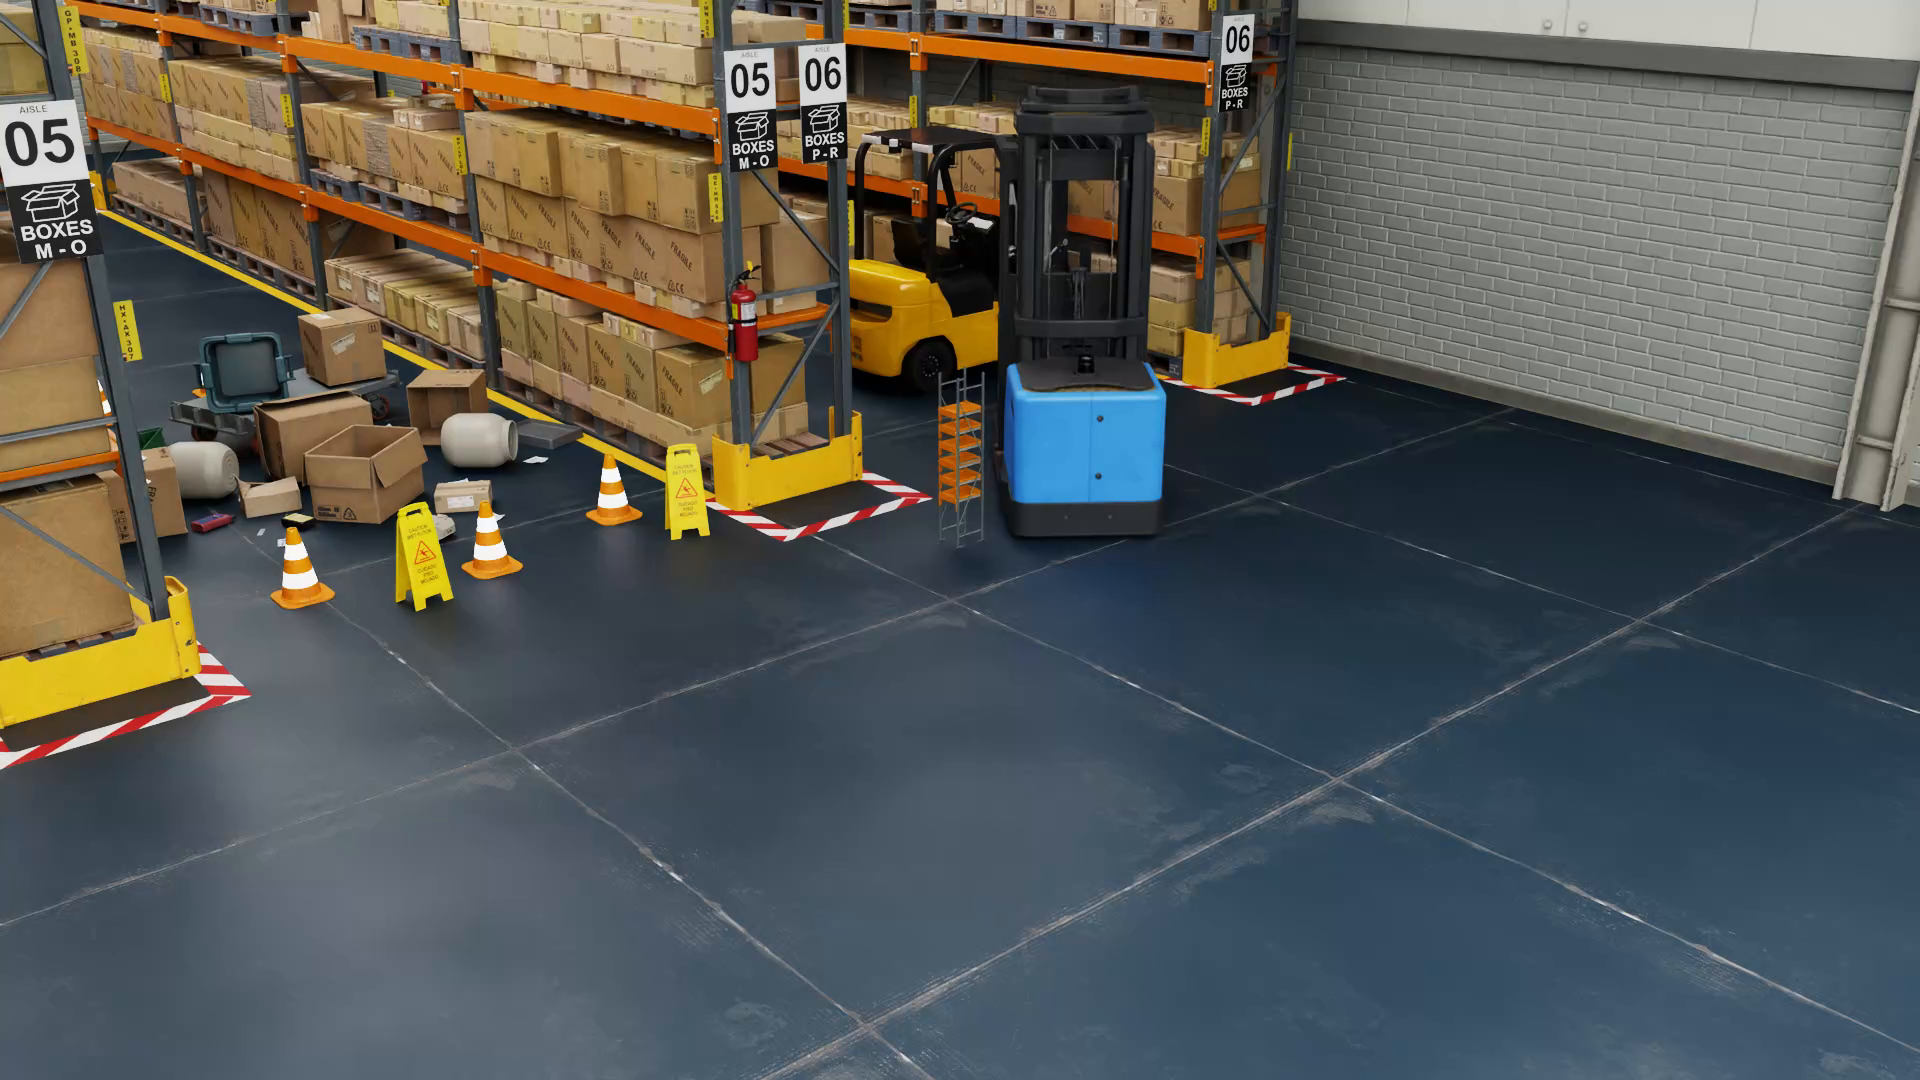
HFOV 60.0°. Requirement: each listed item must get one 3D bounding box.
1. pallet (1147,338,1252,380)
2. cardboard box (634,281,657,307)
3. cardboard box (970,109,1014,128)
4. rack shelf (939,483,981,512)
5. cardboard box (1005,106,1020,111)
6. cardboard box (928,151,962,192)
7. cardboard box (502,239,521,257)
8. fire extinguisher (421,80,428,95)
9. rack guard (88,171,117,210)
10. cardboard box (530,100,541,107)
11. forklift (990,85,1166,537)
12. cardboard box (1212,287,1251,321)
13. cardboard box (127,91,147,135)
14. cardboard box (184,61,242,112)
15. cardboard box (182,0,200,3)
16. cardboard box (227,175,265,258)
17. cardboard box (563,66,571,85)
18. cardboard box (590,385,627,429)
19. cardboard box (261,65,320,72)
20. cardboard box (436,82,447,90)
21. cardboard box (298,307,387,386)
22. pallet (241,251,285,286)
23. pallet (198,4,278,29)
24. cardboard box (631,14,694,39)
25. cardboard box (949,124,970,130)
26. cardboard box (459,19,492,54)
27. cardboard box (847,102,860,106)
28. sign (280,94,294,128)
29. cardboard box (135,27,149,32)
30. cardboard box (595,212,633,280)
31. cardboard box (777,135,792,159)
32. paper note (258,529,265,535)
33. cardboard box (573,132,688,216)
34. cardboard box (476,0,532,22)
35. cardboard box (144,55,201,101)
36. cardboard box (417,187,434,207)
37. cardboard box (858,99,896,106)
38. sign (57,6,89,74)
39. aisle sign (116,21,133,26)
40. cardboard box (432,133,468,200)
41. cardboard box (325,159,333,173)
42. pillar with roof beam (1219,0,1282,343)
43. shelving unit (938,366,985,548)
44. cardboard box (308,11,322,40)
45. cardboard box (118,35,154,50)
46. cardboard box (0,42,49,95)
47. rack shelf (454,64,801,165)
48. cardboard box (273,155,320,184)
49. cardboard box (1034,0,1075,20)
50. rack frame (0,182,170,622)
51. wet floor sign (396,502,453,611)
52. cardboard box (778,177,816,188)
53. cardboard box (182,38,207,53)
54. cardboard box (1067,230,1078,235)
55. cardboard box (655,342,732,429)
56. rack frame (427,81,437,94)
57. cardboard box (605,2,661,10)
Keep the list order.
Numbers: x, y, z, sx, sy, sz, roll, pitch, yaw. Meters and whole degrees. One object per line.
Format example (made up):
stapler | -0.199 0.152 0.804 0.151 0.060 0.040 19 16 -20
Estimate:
pallet | 2.006 -1.845 15.904 1.003 0.211 1.213 -17 27 -37
cardboard box | -2.218 -1.878 12.510 0.380 0.149 0.250 -17 27 -37
cardboard box | 0.322 -4.256 16.804 0.380 0.149 0.250 -18 28 -38
rack shelf | 0.009 -0.290 11.359 0.258 0.103 0.180 -17 27 -37
cardboard box | 0.679 -4.369 17.090 0.380 0.149 0.250 -18 28 -38
cardboard box | 0.018 -3.909 17.214 0.500 0.500 0.500 -18 28 -39
cardboard box | -3.665 -2.527 14.166 0.380 0.149 0.250 -16 27 -36
fire extinguisher | -8.353 -7.083 26.073 0.296 0.674 0.183 -17 27 -37
rack guard | -11.680 -5.022 23.622 1.175 0.500 0.348 -17 27 -37
cardboard box | -5.881 -6.235 23.634 0.380 0.149 0.250 -17 27 -36
forklift | 0.813 -1.878 12.259 1.130 2.935 3.031 -1 21 -2
cardboard box | 2.388 -2.269 15.674 0.500 0.250 0.500 -17 27 -36
cardboard box | -10.229 -5.465 21.186 0.500 0.500 0.500 -18 28 -38
cardboard box | -8.631 -5.263 19.299 0.500 0.500 0.500 -18 27 -38
cardboard box | -8.493 -6.125 18.641 0.380 0.166 0.250 -20 29 -41
cardboard box | -7.993 -3.881 19.617 0.875 0.875 0.875 -16 27 -36
cardboard box | -2.806 -3.573 12.724 0.380 0.149 0.250 -17 27 -37
cardboard box | -2.630 -1.122 13.430 0.500 0.250 0.500 -19 28 -39
cardboard box | -7.563 -5.098 18.878 0.500 0.500 0.500 -17 27 -37
cardboard box | -7.900 -7.089 25.815 0.380 0.149 0.250 -18 27 -38
cardboard box | -5.160 -1.621 13.899 0.500 0.500 0.500 -17 27 -37
pallet | -7.692 -3.244 19.476 1.003 0.211 1.213 -17 27 -37
pallet | -7.635 -5.752 18.202 1.003 0.211 1.213 -16 26 -35
cardboard box | -2.111 -3.662 11.859 0.380 0.149 0.250 -17 27 -37
cardboard box | 0.105 -4.174 17.001 0.380 0.149 0.250 -17 27 -36
cardboard box | -3.752 -4.143 13.633 0.500 0.250 0.500 -18 28 -39
cardboard box | -1.321 -4.783 18.556 0.380 0.149 0.250 -17 27 -37
sign | -6.861 -4.376 16.955 0.100 0.325 0.005 -17 27 -37
cardboard box | -10.862 -6.827 22.403 0.380 0.149 0.250 -18 28 -38
cardboard box | -2.431 -2.307 12.716 0.500 0.500 0.500 -18 27 -38
cardboard box | -1.914 -4.621 19.374 0.500 0.250 0.500 -19 28 -39
paper note | -4.879 -0.055 11.611 0.032 0.001 0.123 -4 22 -10
cardboard box | -2.455 -2.757 12.494 0.700 0.500 0.500 -18 28 -38
cardboard box | -3.681 -4.286 13.451 0.380 0.149 0.250 -16 27 -36
cardboard box | -9.571 -5.651 20.292 0.500 0.500 0.500 -18 28 -38
cardboard box | -4.731 -3.159 15.205 0.380 0.149 0.250 -18 28 -38
cardboard box | -0.933 -4.909 18.877 0.380 0.149 0.250 -18 27 -38
sign | -4.480 -2.524 8.395 0.100 0.325 0.005 -17 27 -37
aisle sign | -11.477 -7.484 22.914 0.394 0.787 0.004 -17 27 -37
cardboard box | -4.307 -3.318 14.721 0.500 0.500 0.500 -18 28 -38
cardboard box | -6.212 -3.828 16.913 0.380 0.149 0.250 -20 29 -41
pillar with roof beam | -0.496 -5.117 12.210 9.100 9.000 0.400 -17 27 -37
shelving unit | 0.009 -0.555 11.255 0.258 1.200 0.189 -17 27 -37
cardboard box | -6.199 -5.106 16.477 0.396 0.266 0.258 -17 27 -37
cardboard box | -10.454 -6.331 21.137 0.380 0.149 0.250 -17 27 -37
cardboard box | -5.025 -2.455 8.610 0.500 0.250 0.500 -18 27 -38
rack shelf | -2.526 -3.373 12.857 1.077 0.370 4.000 -17 27 -37
cardboard box | -6.969 -3.978 17.732 0.500 0.250 0.500 -19 28 -39
cardboard box | 1.118 -5.171 15.605 0.797 0.503 0.637 -16 27 -36
rack frame | -4.905 -0.553 8.783 1.000 3.000 0.127 -17 27 -37
wet floor sign | -3.386 0.080 10.395 0.232 0.644 0.267 17 27 36
cardboard box | -2.288 -4.066 20.433 0.875 0.625 0.625 -16 27 -36
cardboard box | -9.441 -6.165 20.715 0.380 0.149 0.250 -18 28 -38
cardboard box | 1.056 -3.058 17.003 0.500 0.250 0.500 -17 27 -37
cardboard box | -1.941 -1.183 12.557 0.500 0.500 0.500 -17 27 -37
rack frame | -7.907 -7.362 26.168 1.000 3.000 0.127 -17 27 -37
cardboard box | -2.561 -4.137 13.072 0.380 0.149 0.250 -17 27 -37
